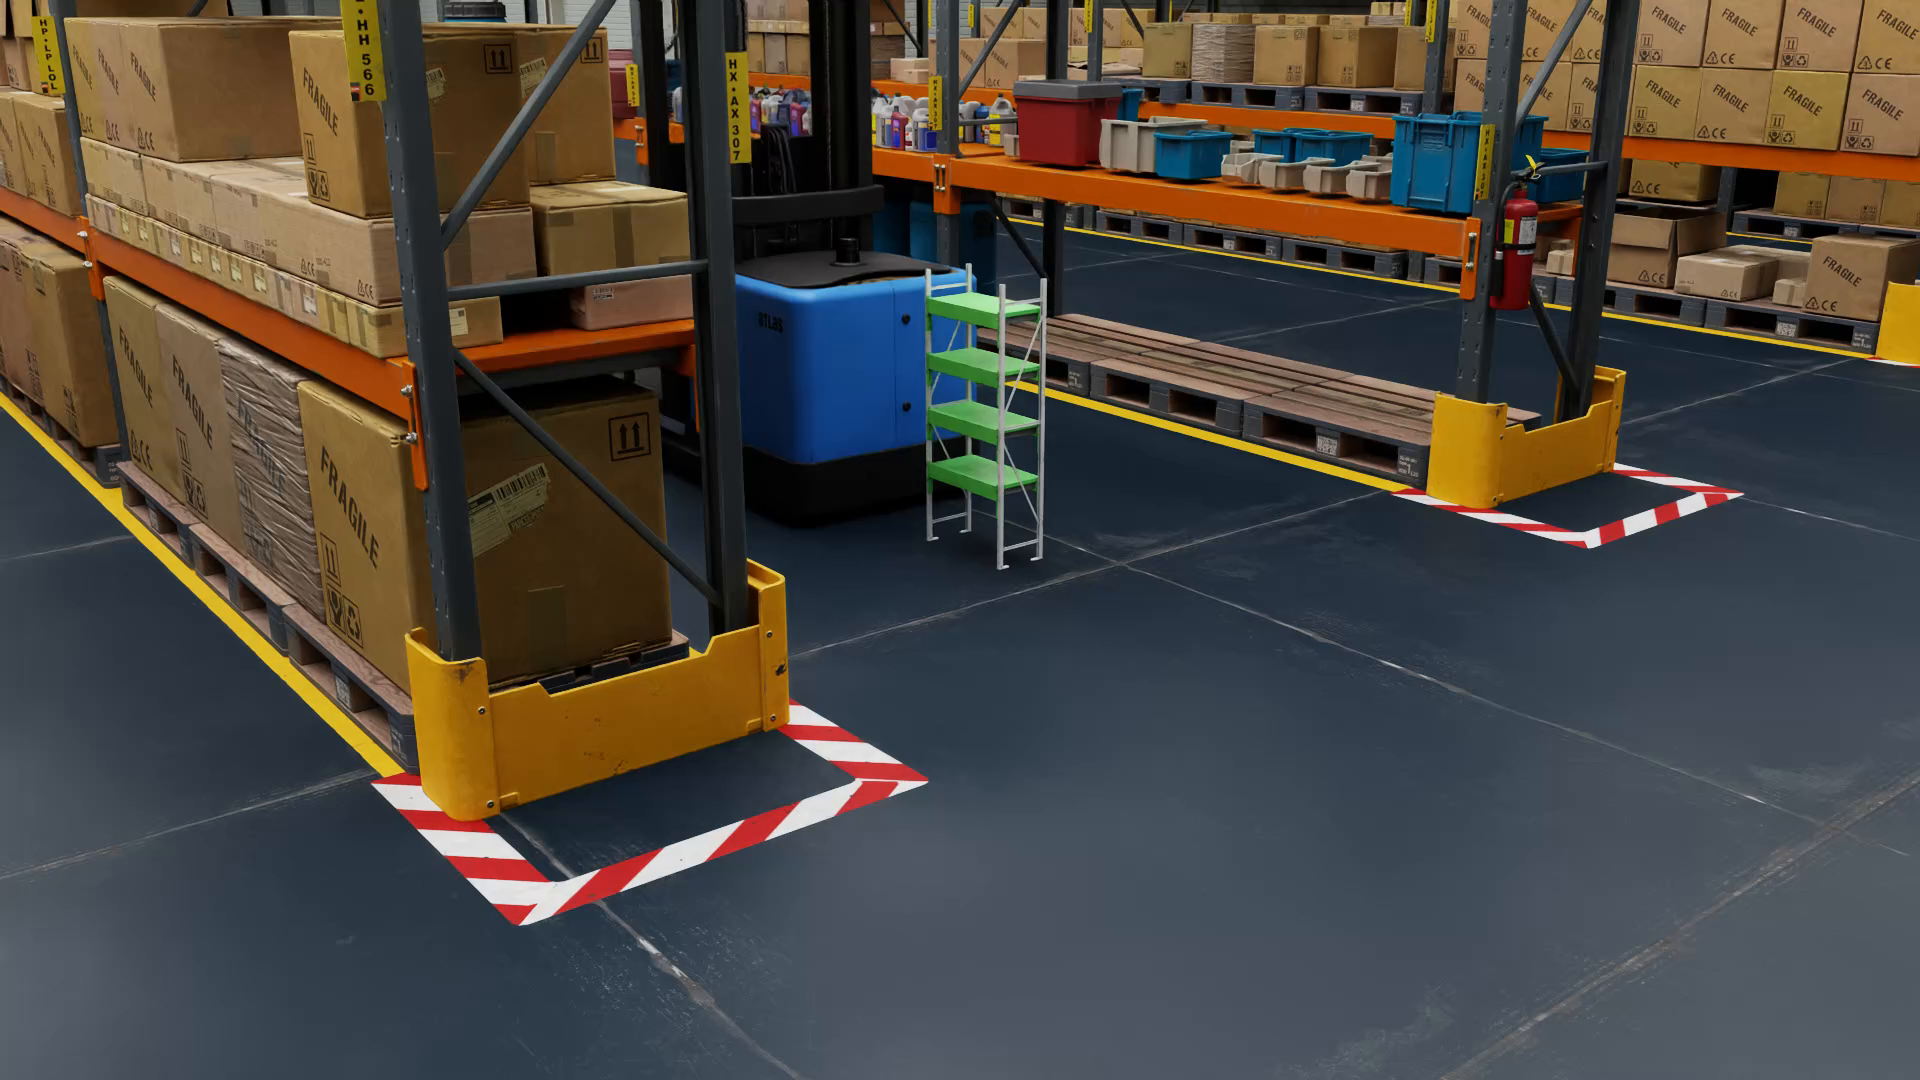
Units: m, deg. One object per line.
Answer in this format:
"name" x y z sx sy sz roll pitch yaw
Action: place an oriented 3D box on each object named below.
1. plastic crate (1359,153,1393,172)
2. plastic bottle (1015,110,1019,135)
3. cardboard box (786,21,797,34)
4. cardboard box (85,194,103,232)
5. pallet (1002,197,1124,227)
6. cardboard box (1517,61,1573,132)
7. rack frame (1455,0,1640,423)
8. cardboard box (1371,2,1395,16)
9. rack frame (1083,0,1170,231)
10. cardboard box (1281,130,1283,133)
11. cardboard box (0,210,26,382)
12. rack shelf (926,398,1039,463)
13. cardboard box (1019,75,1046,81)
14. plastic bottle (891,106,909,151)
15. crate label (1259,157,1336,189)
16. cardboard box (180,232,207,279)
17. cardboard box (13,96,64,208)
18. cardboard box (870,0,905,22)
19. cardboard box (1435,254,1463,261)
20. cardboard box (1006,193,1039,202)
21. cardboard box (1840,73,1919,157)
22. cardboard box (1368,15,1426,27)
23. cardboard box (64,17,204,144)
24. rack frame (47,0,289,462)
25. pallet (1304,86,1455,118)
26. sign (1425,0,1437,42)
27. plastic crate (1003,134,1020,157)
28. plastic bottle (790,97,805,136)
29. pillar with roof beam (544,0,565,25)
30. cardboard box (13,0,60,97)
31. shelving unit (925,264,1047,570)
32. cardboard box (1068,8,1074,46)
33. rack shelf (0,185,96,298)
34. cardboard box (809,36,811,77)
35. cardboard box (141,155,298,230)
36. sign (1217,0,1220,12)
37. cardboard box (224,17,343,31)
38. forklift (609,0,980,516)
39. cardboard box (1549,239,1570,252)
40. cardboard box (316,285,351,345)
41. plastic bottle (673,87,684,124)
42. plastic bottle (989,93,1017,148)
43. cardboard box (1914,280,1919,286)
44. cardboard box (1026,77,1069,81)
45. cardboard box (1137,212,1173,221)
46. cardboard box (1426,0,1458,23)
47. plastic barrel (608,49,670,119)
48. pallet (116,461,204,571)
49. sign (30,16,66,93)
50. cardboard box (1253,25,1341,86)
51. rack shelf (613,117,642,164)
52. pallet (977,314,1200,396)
"plastic crate" 2.312 -2.010 8.984 0.250 0.136 0.298 -14 23 -36
"plastic bottle" 0.385 -2.823 11.302 0.061 0.283 0.133 -14 23 -36
"cardboard box" -1.927 -6.336 20.533 0.380 0.149 0.250 -13 22 -35
"cardboard box" -3.681 -1.481 7.463 0.380 0.149 0.250 -14 23 -36
"pallet" 1.200 -3.543 17.726 1.003 0.211 1.213 -14 23 -36
"cardboard box" 4.587 -3.414 12.741 0.500 0.500 0.500 -13 23 -35
"rack frame" 2.762 -1.719 7.782 1.000 3.000 0.127 -14 23 -36
"cardboard box" 5.112 -6.344 19.858 0.250 0.149 0.380 16 24 39
"rack frame" 1.680 -4.656 16.652 1.000 3.000 0.127 -14 23 -36
"cardboard box" 4.514 -5.080 21.209 0.700 0.500 0.500 -14 23 -36
"cardboard box" -5.128 -1.519 9.890 1.225 0.875 0.875 -14 23 -36
"rack shelf" 0.103 -0.468 7.071 0.258 0.148 0.480 -14 23 -36
"cardboard box" 0.844 -4.840 17.608 0.380 0.149 0.250 -12 22 -32
"plastic bottle" -0.399 -2.731 11.025 0.061 0.283 0.133 -14 23 -36
"crate label" 1.753 -1.926 8.731 0.396 0.136 0.243 -14 23 -36
"cardboard box" -2.712 -1.097 6.304 0.380 0.149 0.250 -15 23 -38
"cardboard box" -4.410 -1.971 8.383 0.500 0.500 0.500 -13 22 -34
"cardboard box" -1.084 -6.413 19.736 0.700 0.500 0.500 -14 23 -36
"cardboard box" 4.255 -2.457 13.589 0.500 0.311 0.500 -14 23 -36
"cardboard box" 0.840 -3.759 17.648 0.500 0.250 0.500 -14 23 -37
"cardboard box" 6.156 -2.790 10.856 0.500 0.500 0.500 -13 22 -34
"cardboard box" 5.261 -5.994 19.834 0.500 0.500 0.700 17 25 42
"cardboard box" -3.507 -1.996 7.191 0.500 0.500 0.500 -14 23 -36
"rack frame" -3.604 -1.738 7.840 1.000 3.000 0.127 -14 23 -36
"pallet" 3.753 -3.798 14.365 1.003 0.211 1.213 -14 23 -36
"sign" 3.731 -4.111 13.164 0.100 0.325 0.005 -14 23 -36
"plastic crate" 0.456 -2.465 10.360 0.396 0.136 0.243 -14 23 -36
"plastic bottle" -1.166 -3.036 11.945 0.061 0.283 0.133 -14 23 -36
"pillar with roof beam" -12.844 -14.035 35.432 9.100 9.000 0.400 -14 23 -36
"cardboard box" -4.424 -2.589 8.654 0.797 0.503 0.637 -14 23 -36
"shelving unit" 0.103 -0.529 7.051 0.258 1.200 0.503 -14 23 -36
"cardboard box" 1.600 -7.336 23.759 0.500 0.500 0.500 -13 22 -34
"rack shelf" -4.846 -1.889 9.441 1.077 0.370 4.000 -14 23 -36
"cardboard box" -1.416 -5.926 20.328 0.700 0.500 0.500 -14 23 -37
"cardboard box" -2.887 -1.391 6.557 0.500 0.250 0.500 -13 23 -35
"sign" 3.510 -7.268 22.699 0.100 0.325 0.005 -14 23 -36
"cardboard box" -2.801 -1.979 7.139 0.500 0.500 0.500 -14 23 -36
"forklift" -1.173 -1.902 8.444 1.130 2.935 3.031 -13 22 -34
"cardboard box" 5.020 -2.360 13.554 0.380 0.149 0.250 -14 23 -36
"cardboard box" -1.762 -0.720 5.166 0.380 0.149 0.250 -14 23 -36
"plastic bottle" -2.190 -3.462 13.242 0.152 0.276 0.135 -14 23 -36
"plastic bottle" 0.289 -2.841 11.250 0.144 0.351 0.185 -14 23 -36
"cardboard box" 6.657 -1.711 11.592 0.380 0.149 0.250 -14 23 -36
"cardboard box" 0.905 -4.705 17.198 0.380 0.149 0.250 -14 23 -36
"cardboard box" 2.068 -3.383 16.083 0.500 0.500 0.500 -15 24 -38
"cardboard box" 5.659 -6.009 18.880 0.500 0.250 0.500 -13 23 -35
"plastic barrel" -2.731 -3.810 13.881 0.600 0.536 0.708 -14 23 -36
"pallet" -3.193 -0.212 7.666 1.003 0.211 1.213 -14 23 -36
"sign" -4.023 -2.142 7.343 0.100 0.325 0.005 -14 23 -36
"cardboard box" 3.019 -4.341 14.872 0.500 0.500 0.700 13 23 35
"rack shelf" -3.447 -3.842 15.337 1.077 0.370 4.000 -14 23 -36
"pallet" 0.766 -1.207 10.673 1.003 0.211 1.213 -14 23 -36
